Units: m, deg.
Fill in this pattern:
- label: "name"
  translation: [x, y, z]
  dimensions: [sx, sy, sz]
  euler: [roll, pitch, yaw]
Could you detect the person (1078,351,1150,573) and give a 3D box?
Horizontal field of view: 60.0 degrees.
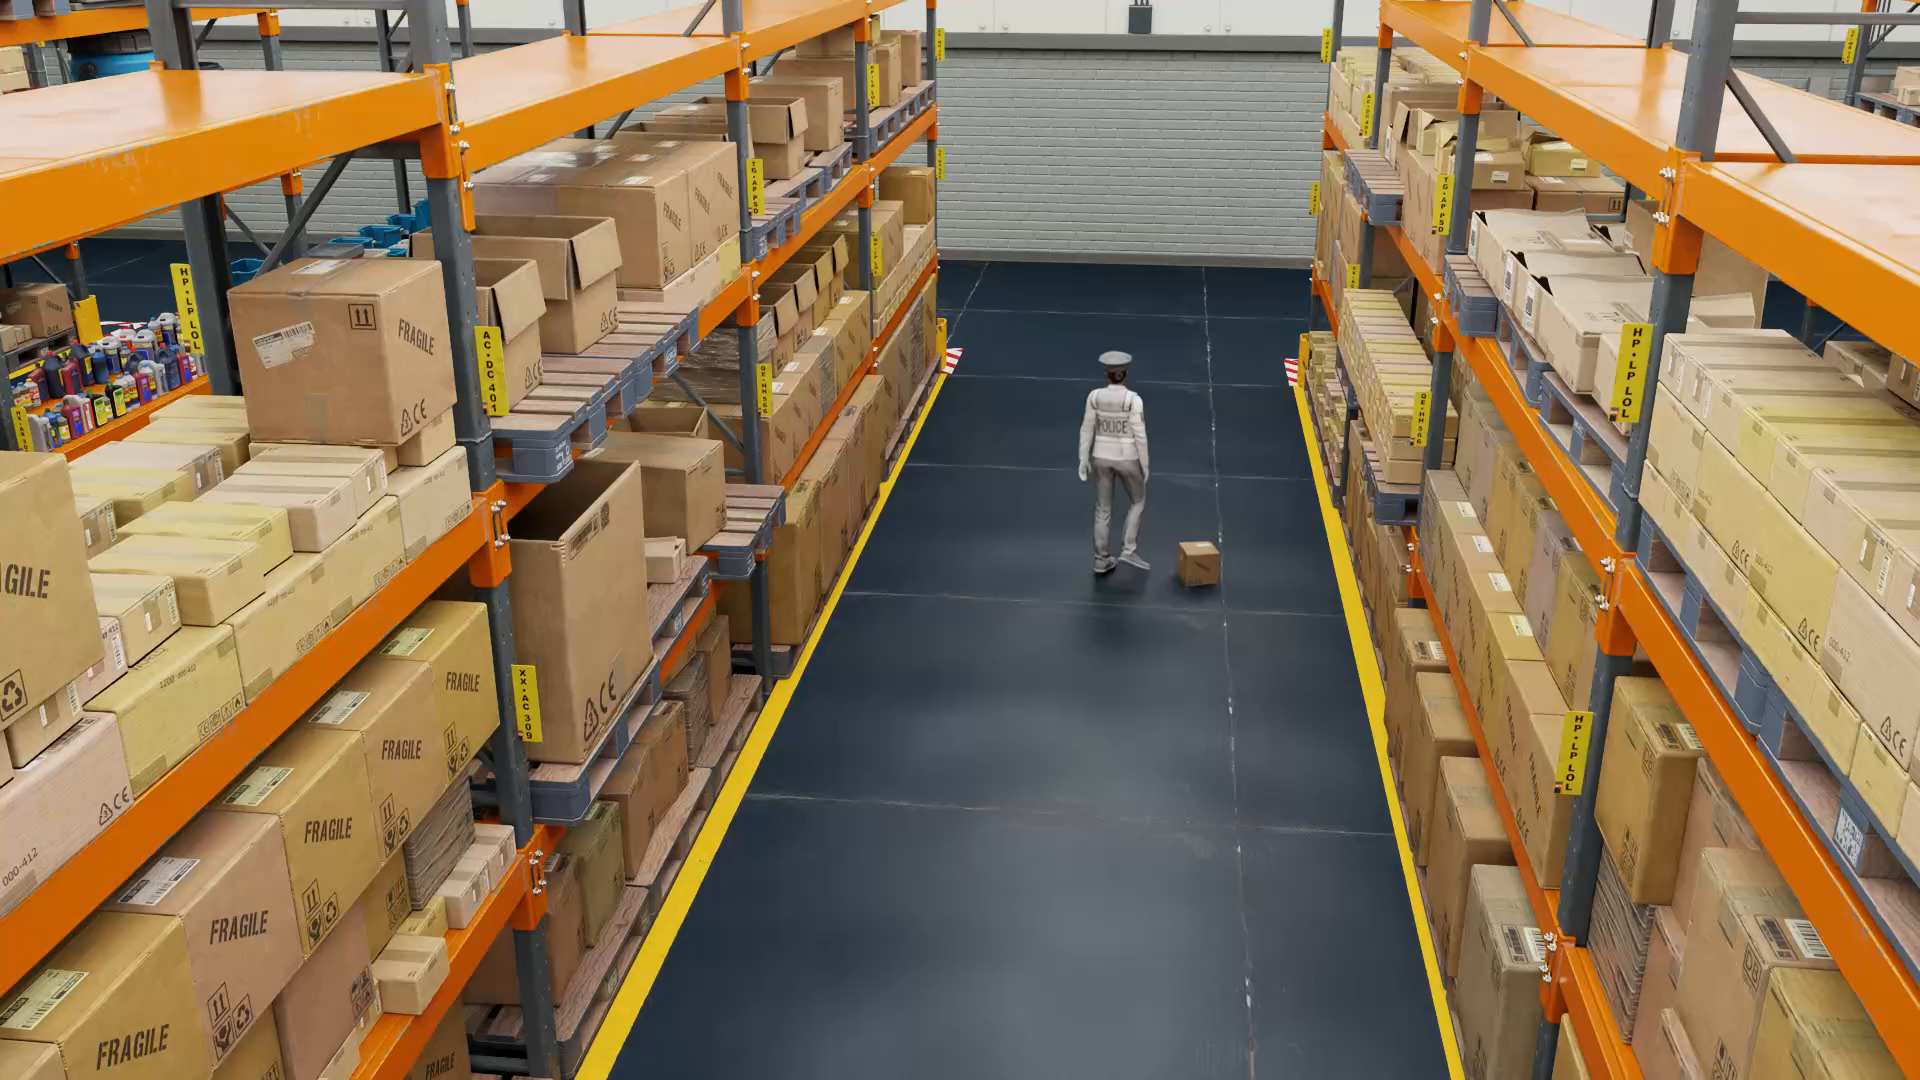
- label: "person"
  translation: [1.169, -0.564, 12.496]
  dimensions: [0.599, 1.665, 0.434]
  euler: [9, 23, 22]
